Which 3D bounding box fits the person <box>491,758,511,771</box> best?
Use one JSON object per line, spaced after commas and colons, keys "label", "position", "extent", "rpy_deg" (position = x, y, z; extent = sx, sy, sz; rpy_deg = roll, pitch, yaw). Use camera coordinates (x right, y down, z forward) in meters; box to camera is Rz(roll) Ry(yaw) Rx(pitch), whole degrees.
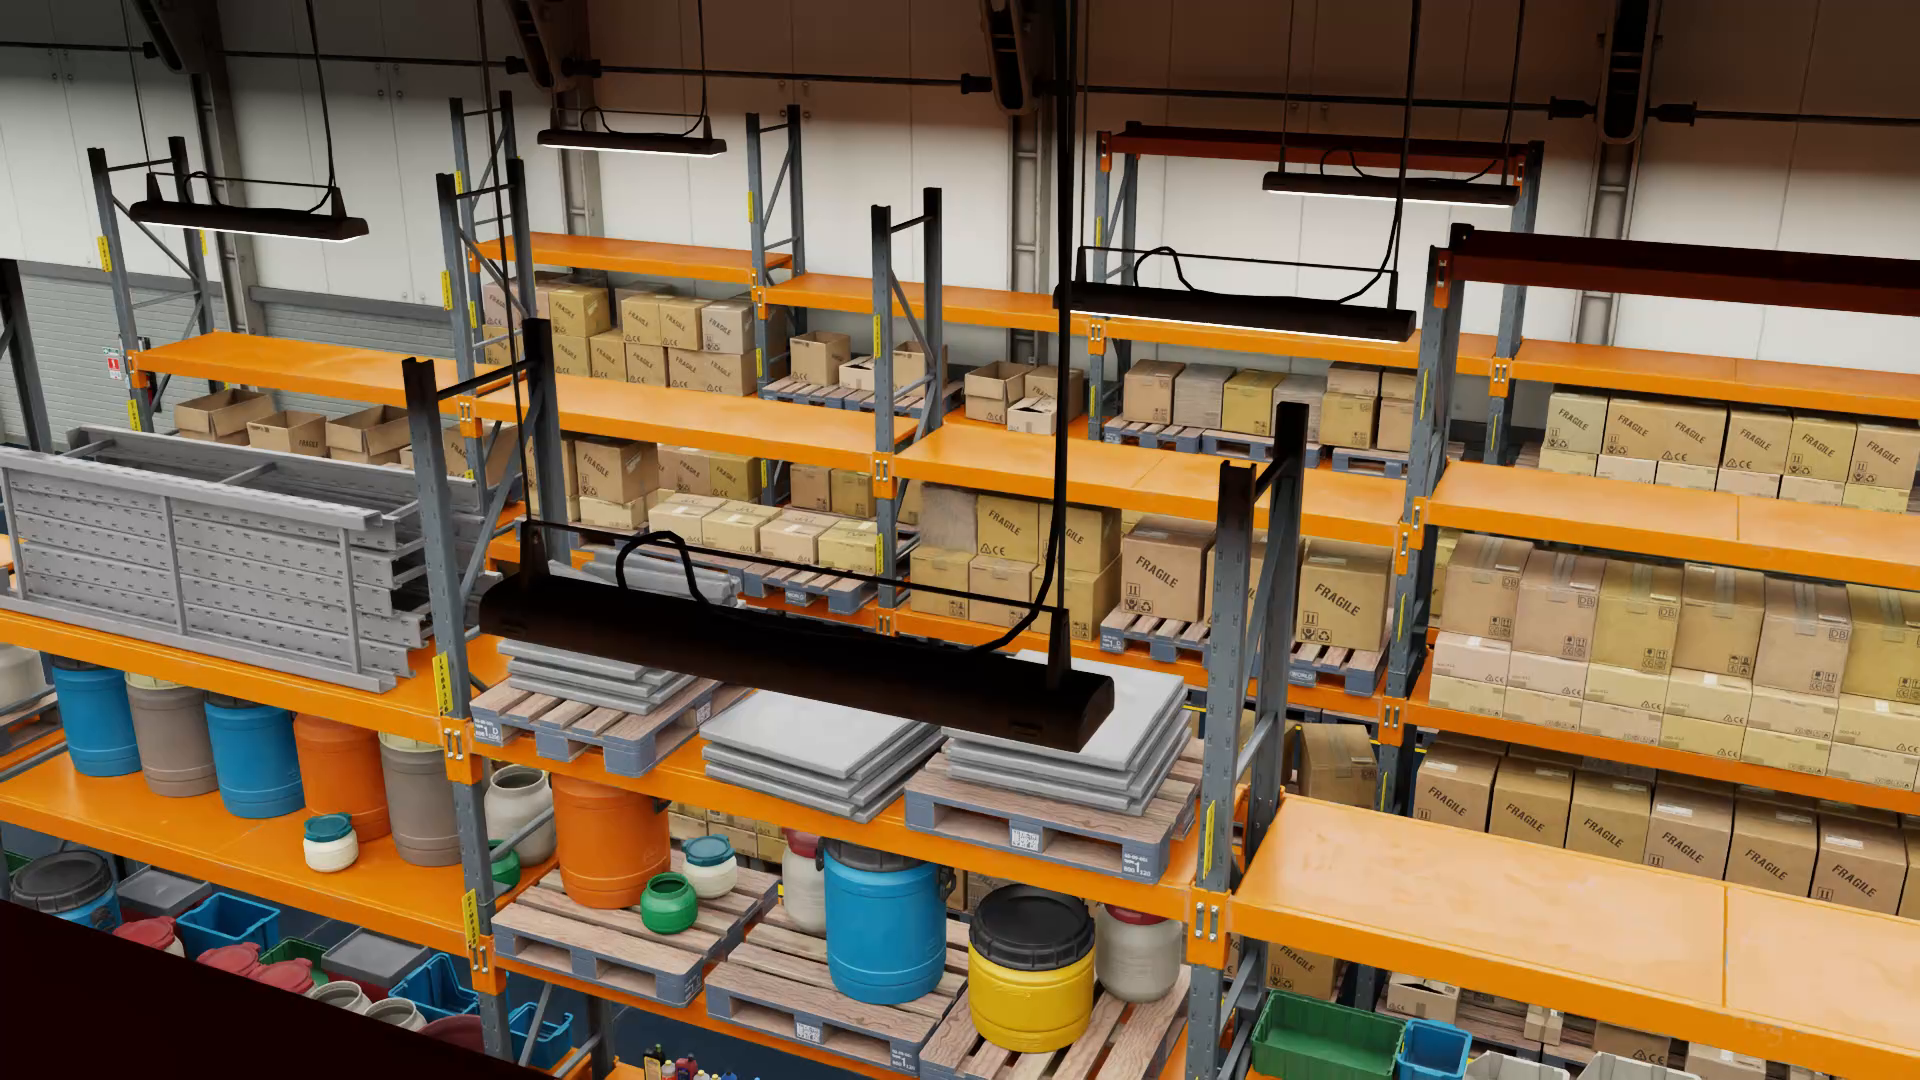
{"label": "person", "position": [-3.770, 2.426, 13.715], "extent": [0.865, 1.746, 0.598], "rpy_deg": [9, 22, 23]}
